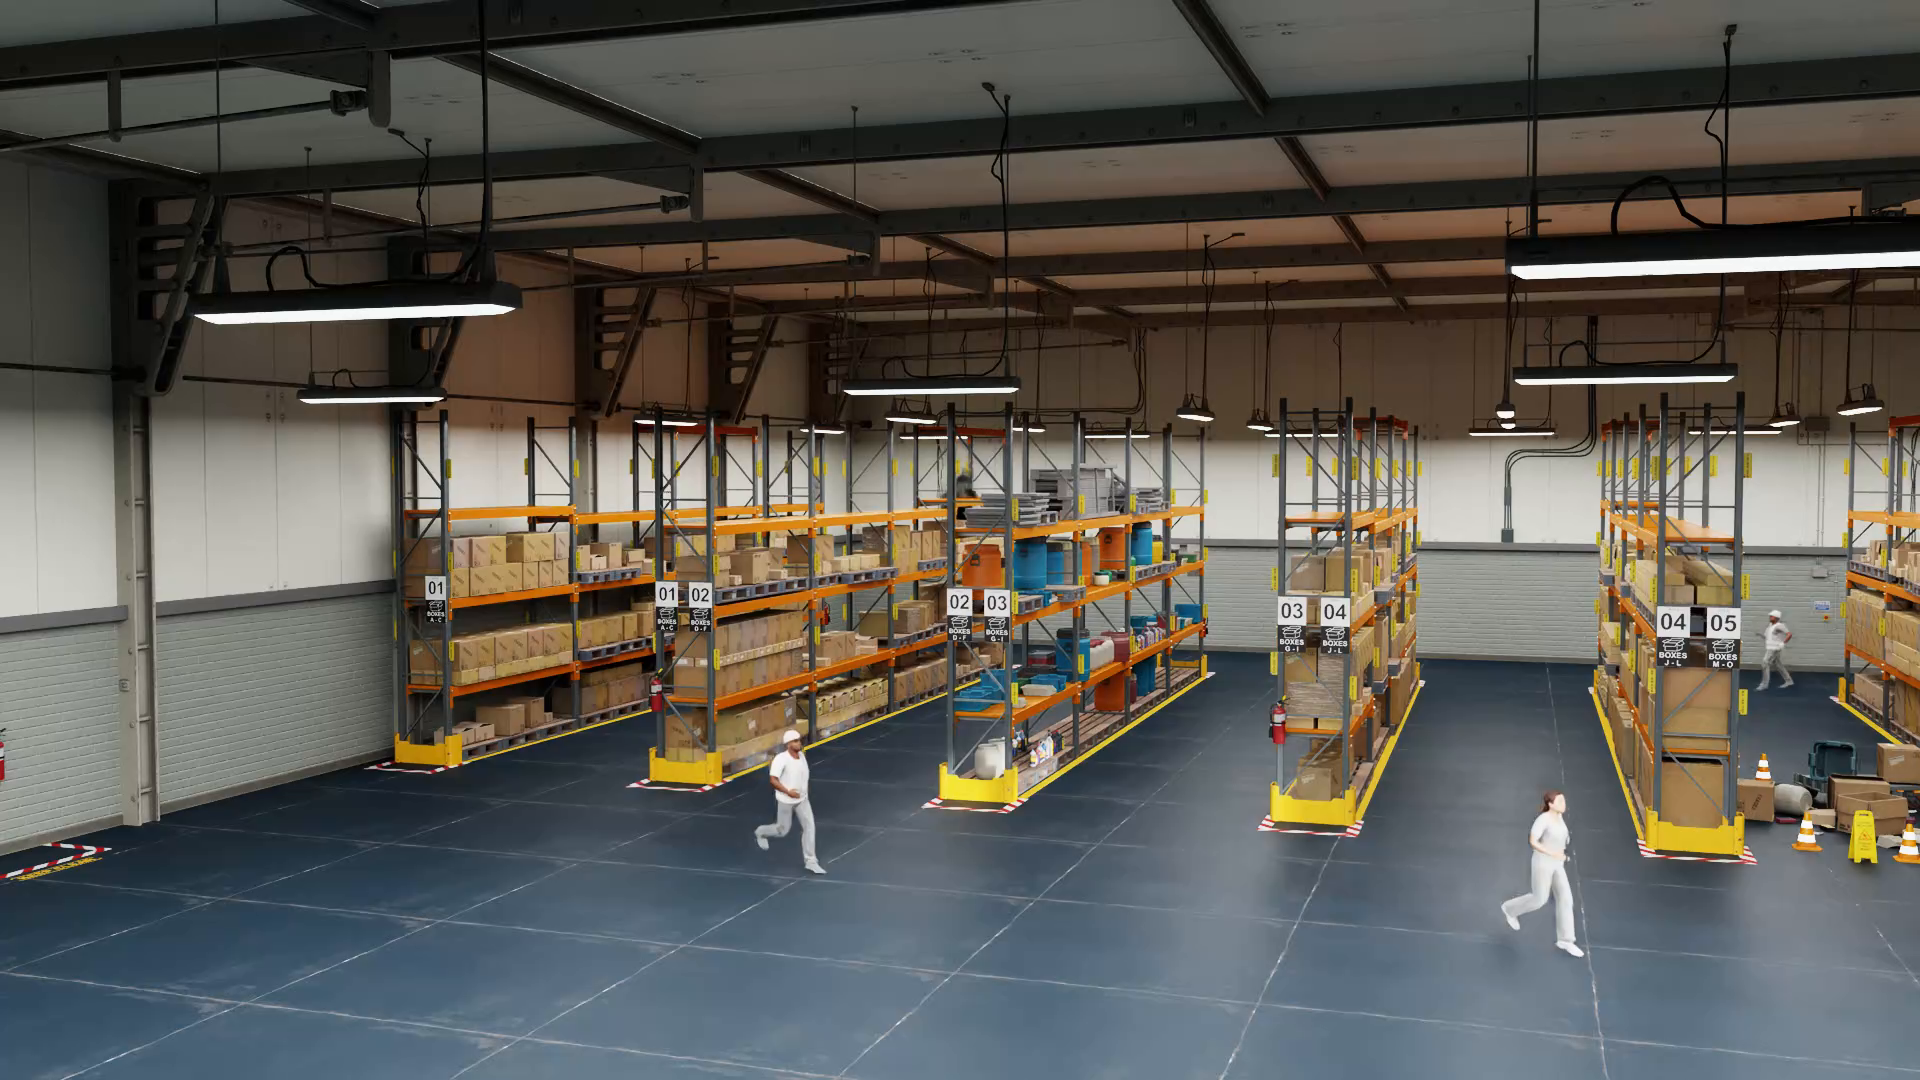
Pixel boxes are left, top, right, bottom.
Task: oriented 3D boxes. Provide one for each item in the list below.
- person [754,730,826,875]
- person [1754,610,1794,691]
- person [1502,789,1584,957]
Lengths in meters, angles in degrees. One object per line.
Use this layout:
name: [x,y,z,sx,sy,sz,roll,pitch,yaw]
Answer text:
person: [-2.132,3.254,20.789,1.104,1.757,0.670,2,3,41]
person: [18.304,2.493,37.361,0.851,1.828,0.669,1,3,15]
person: [6.128,3.424,17.417,0.587,1.664,0.987,-2,3,-38]
